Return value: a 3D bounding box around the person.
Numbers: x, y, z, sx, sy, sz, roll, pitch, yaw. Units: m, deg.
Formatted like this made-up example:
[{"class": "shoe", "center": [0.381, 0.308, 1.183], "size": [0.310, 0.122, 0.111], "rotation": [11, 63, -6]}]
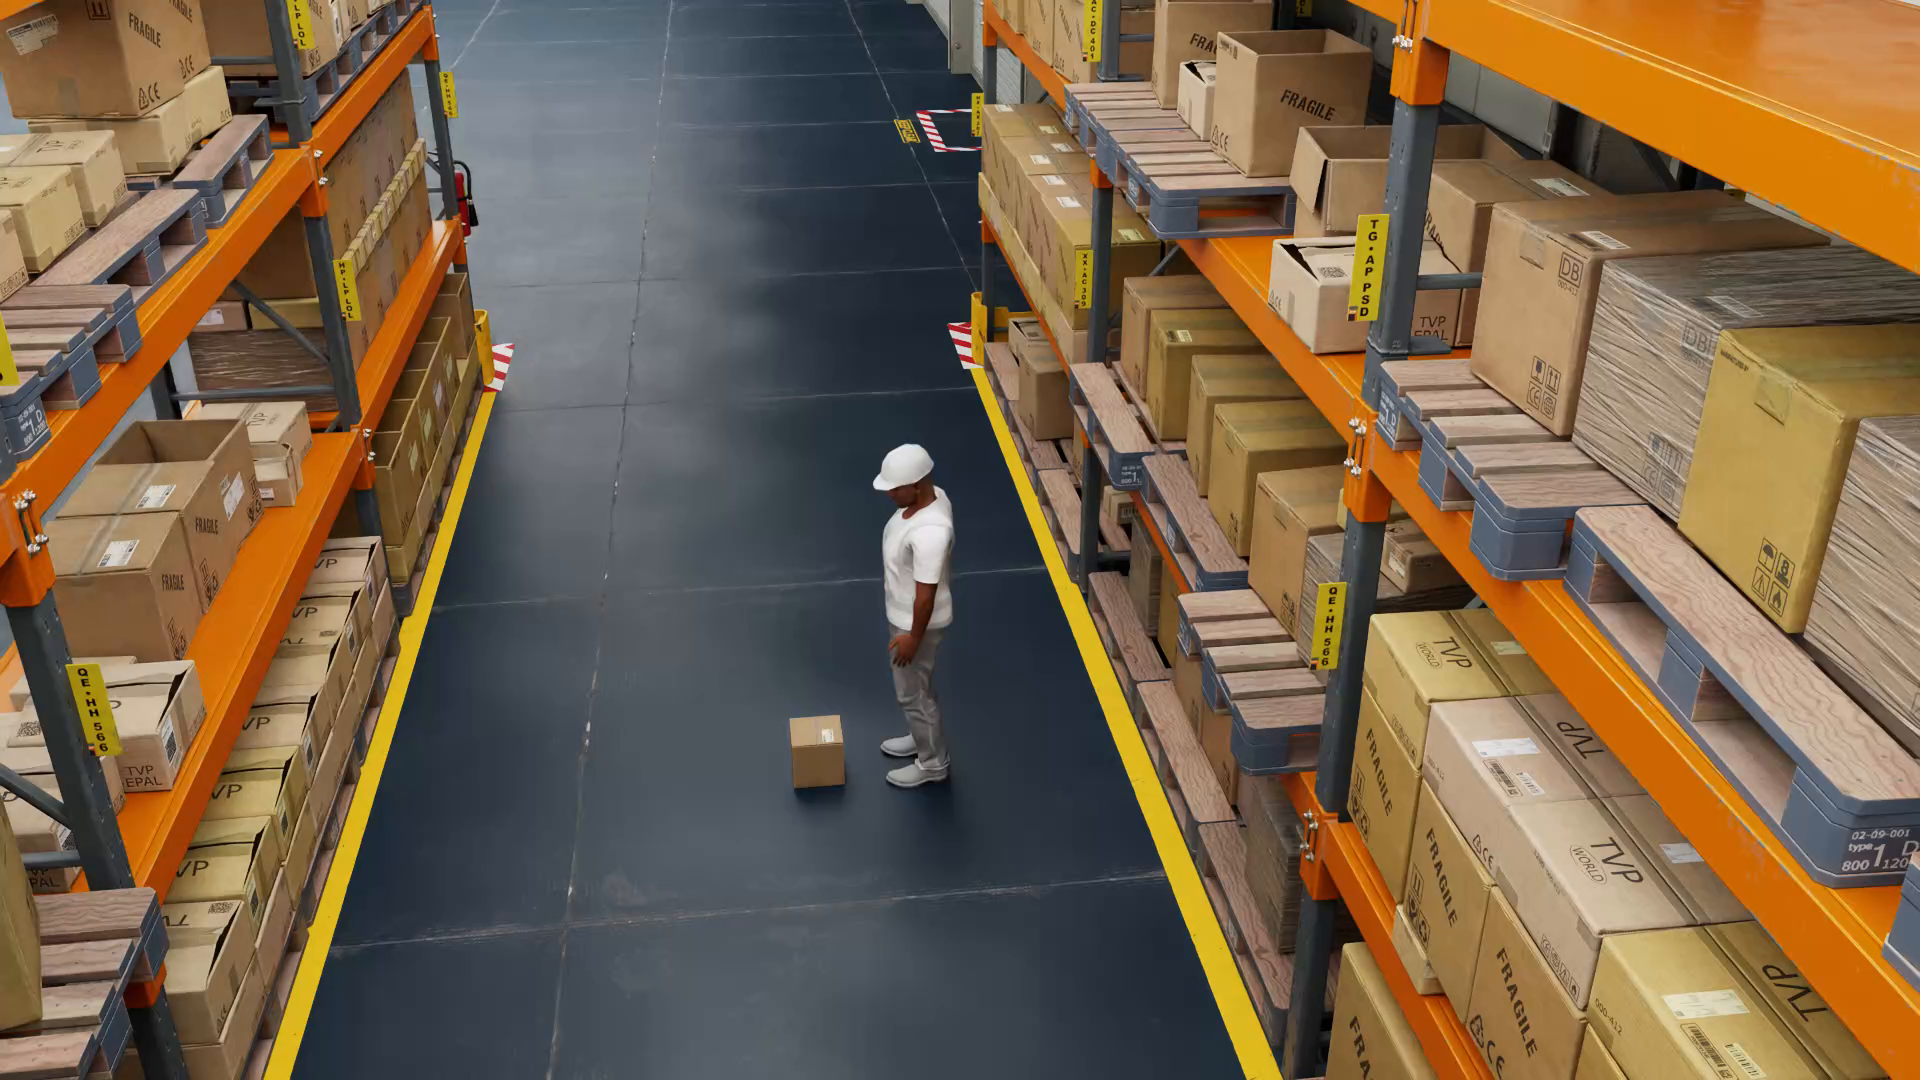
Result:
[{"class": "person", "center": [-0.209, 0.353, 7.907], "size": [0.373, 1.757, 0.569], "rotation": [-3, 27, -6]}]
